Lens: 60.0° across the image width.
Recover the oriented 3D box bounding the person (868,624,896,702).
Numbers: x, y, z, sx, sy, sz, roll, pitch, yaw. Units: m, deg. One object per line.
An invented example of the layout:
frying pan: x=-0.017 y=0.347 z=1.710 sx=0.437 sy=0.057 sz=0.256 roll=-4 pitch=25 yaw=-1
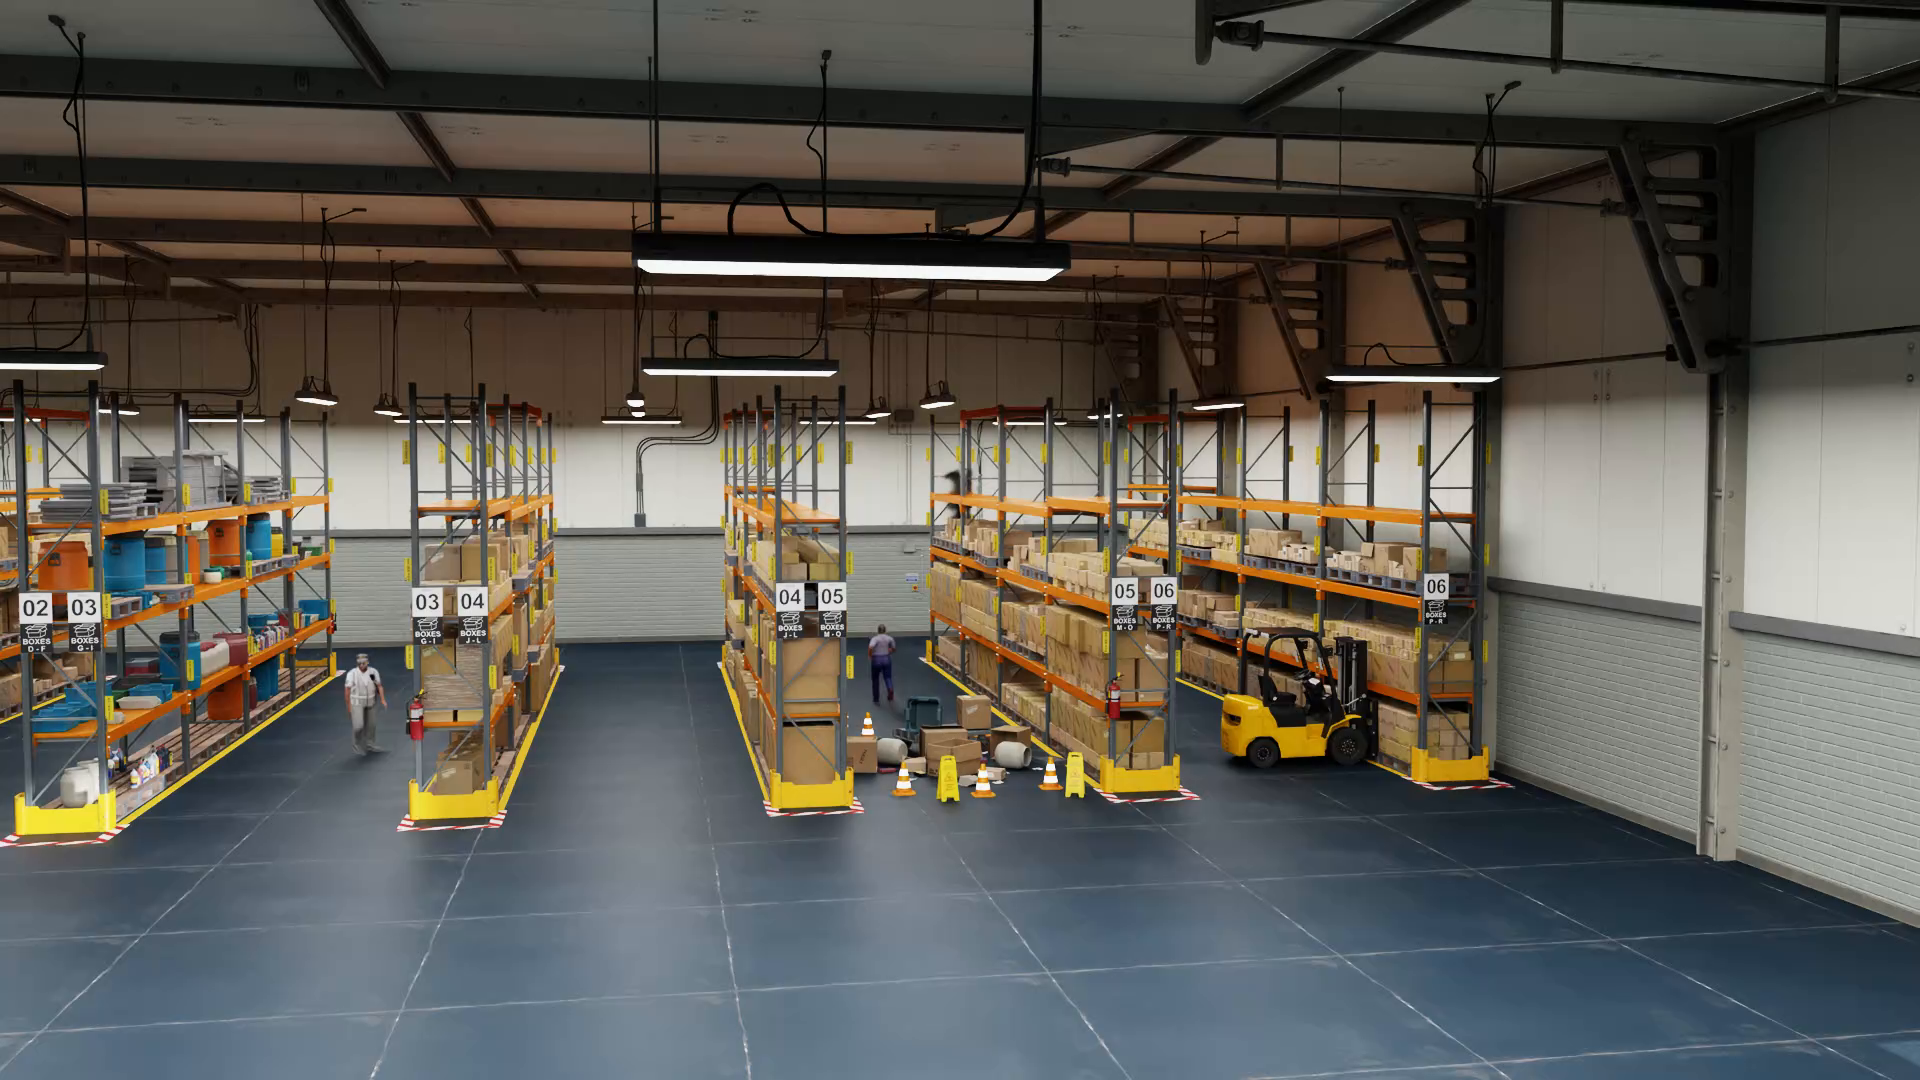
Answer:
person: x=-1.585 y=2.489 z=33.514 sx=0.623 sy=1.612 sz=0.861 roll=-1 pitch=3 yaw=-17

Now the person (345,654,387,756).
person: x=-9.962 y=2.751 z=27.840 sx=0.649 sy=1.734 sz=0.632 roll=3 pitch=4 yaw=44
